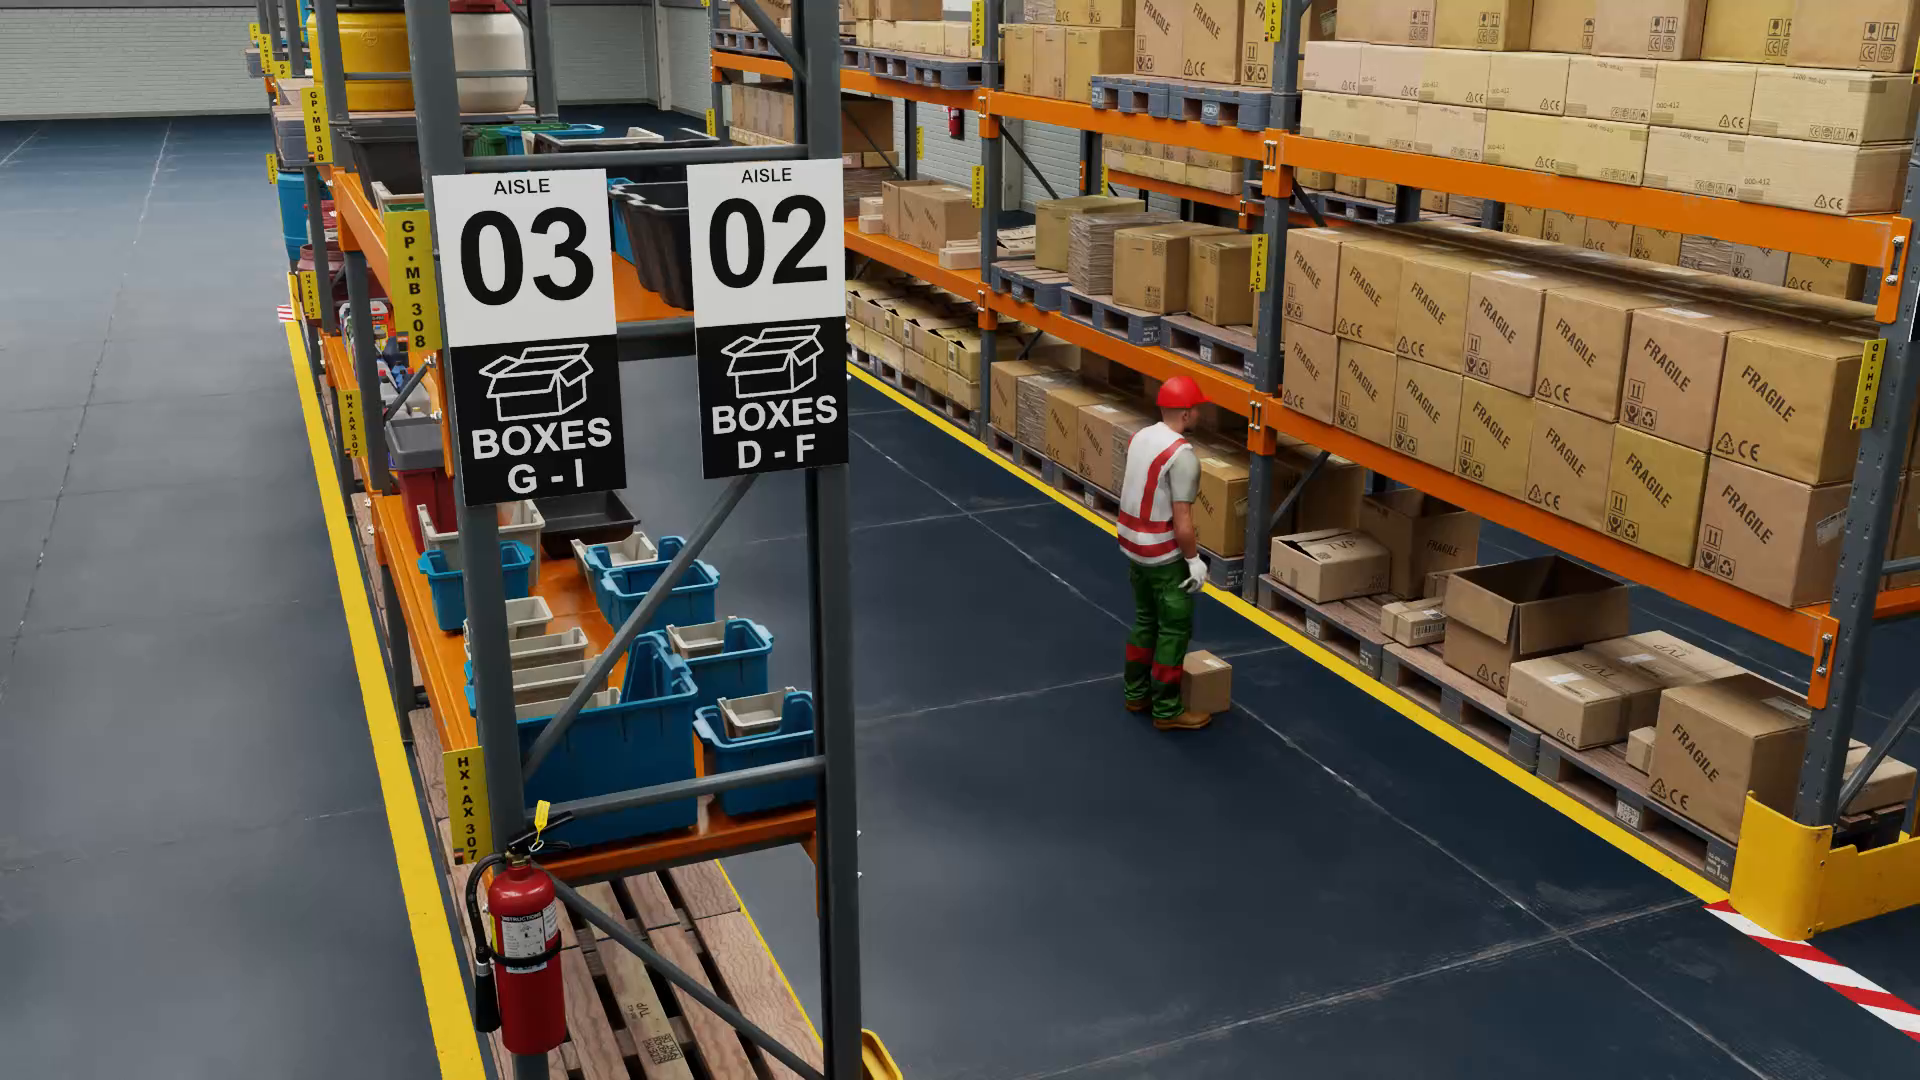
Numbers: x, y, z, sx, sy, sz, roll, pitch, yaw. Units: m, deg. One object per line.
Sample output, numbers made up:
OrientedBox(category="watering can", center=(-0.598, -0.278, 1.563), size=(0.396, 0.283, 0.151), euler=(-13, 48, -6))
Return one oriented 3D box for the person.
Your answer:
OrientedBox(category="person", center=(1.034, 0.058, 8.366), size=(0.448, 1.780, 0.608), euler=(-8, 20, -22))
